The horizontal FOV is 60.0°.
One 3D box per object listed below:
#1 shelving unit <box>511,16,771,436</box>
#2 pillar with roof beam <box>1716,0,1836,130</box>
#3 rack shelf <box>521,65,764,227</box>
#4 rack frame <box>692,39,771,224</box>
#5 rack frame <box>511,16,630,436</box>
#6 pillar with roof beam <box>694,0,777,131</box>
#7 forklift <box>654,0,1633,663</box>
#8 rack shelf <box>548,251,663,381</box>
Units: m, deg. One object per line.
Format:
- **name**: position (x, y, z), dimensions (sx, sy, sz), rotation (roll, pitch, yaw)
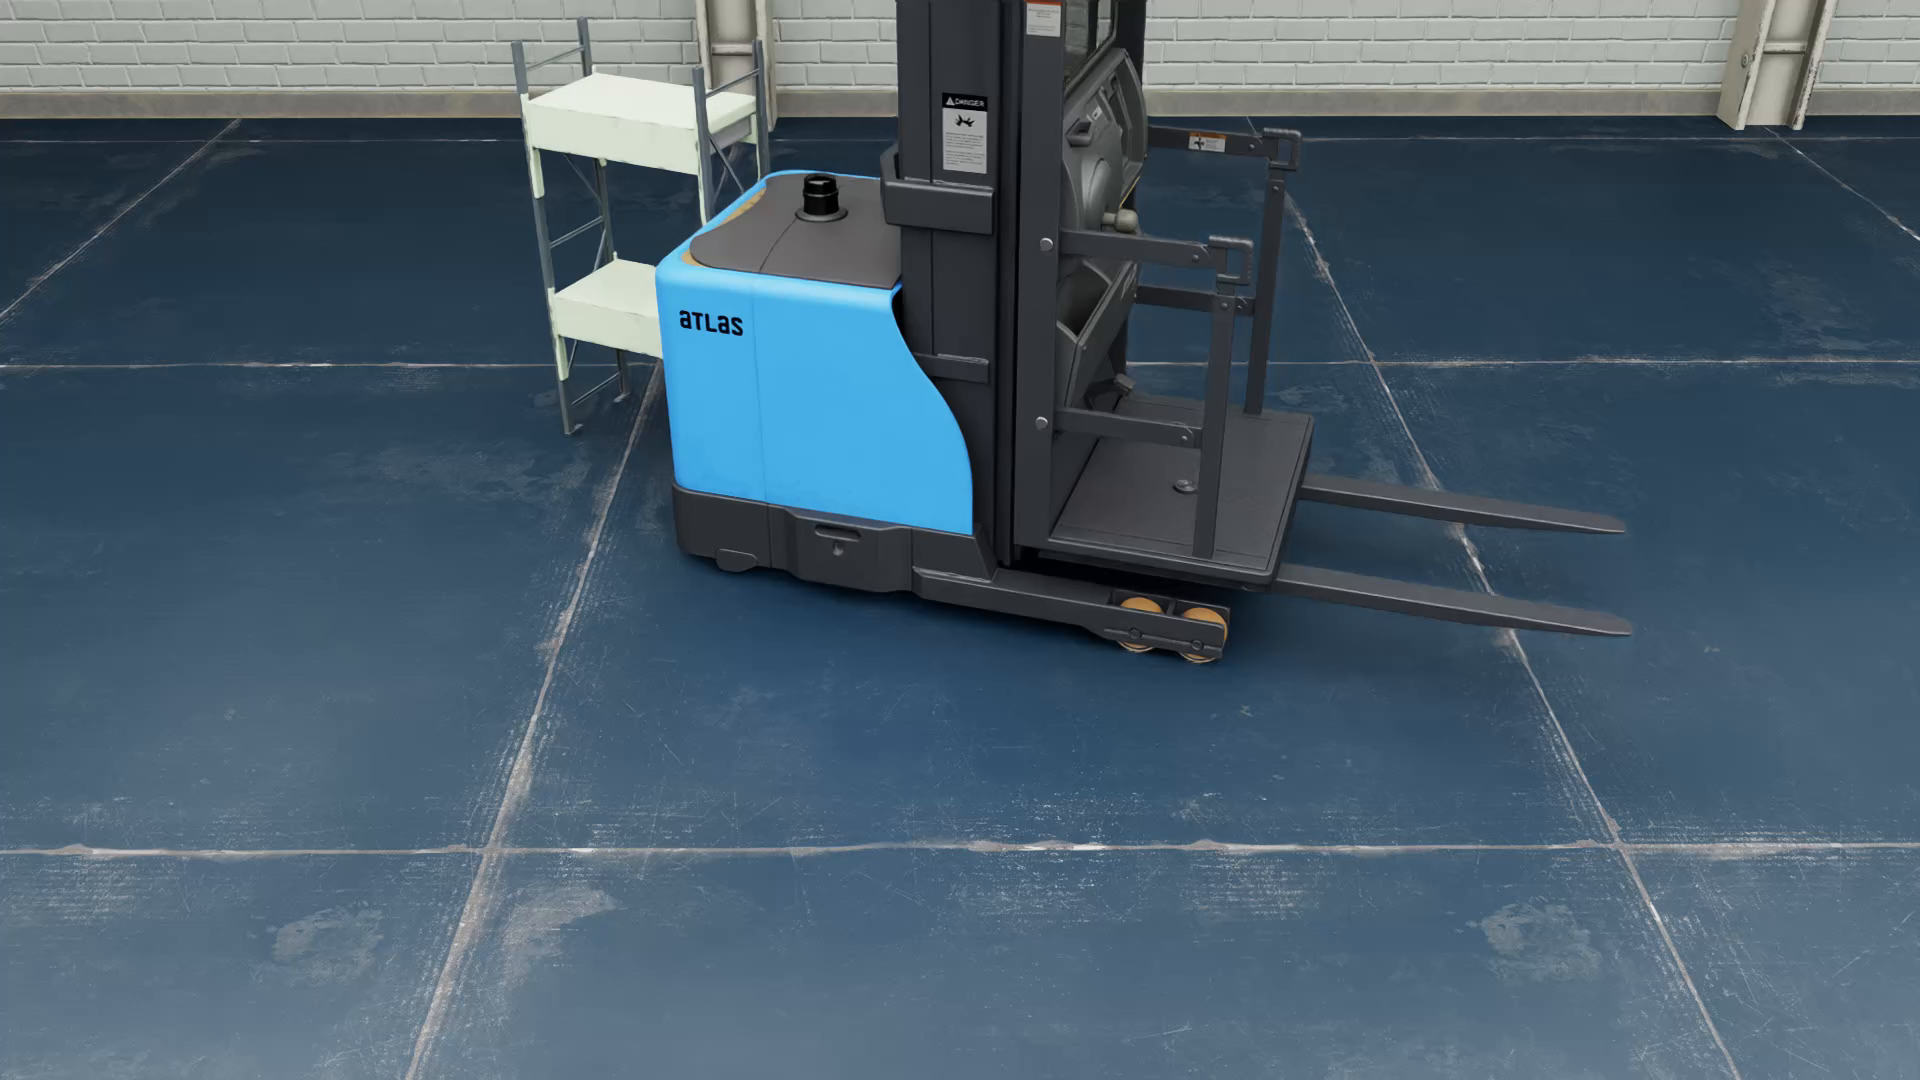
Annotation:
- **shelving unit**: position (-1.099, -1.057, 6.046), dimensions (0.755, 1.500, 0.431), rotation (14, 34, 22)
- **pillar with roof beam**: position (4.739, -4.087, 3.811), dimensions (0.400, 9.000, 9.100), rotation (0, 31, 0)
- **rack shelf**: position (-1.099, -1.390, 5.843), dimensions (0.720, 0.370, 0.431), rotation (14, 34, 22)
- **rack frame**: position (-0.770, -0.974, 5.910), dimensions (0.023, 1.500, 0.400), rotation (14, 34, 22)
- **rack frame**: position (-1.429, -1.139, 6.182), dimensions (0.023, 1.500, 0.400), rotation (14, 34, 22)
- **pillar with roof beam**: position (-1.261, -4.069, 3.781), dimensions (0.400, 9.000, 9.100), rotation (0, 31, 0)
- **forklift**: position (0.620, -1.185, 4.877), dimensions (3.031, 2.935, 1.130), rotation (9, 32, 15)
- **rack shelf**: position (-1.099, -0.778, 6.215), dimensions (0.720, 0.370, 0.431), rotation (14, 34, 22)
